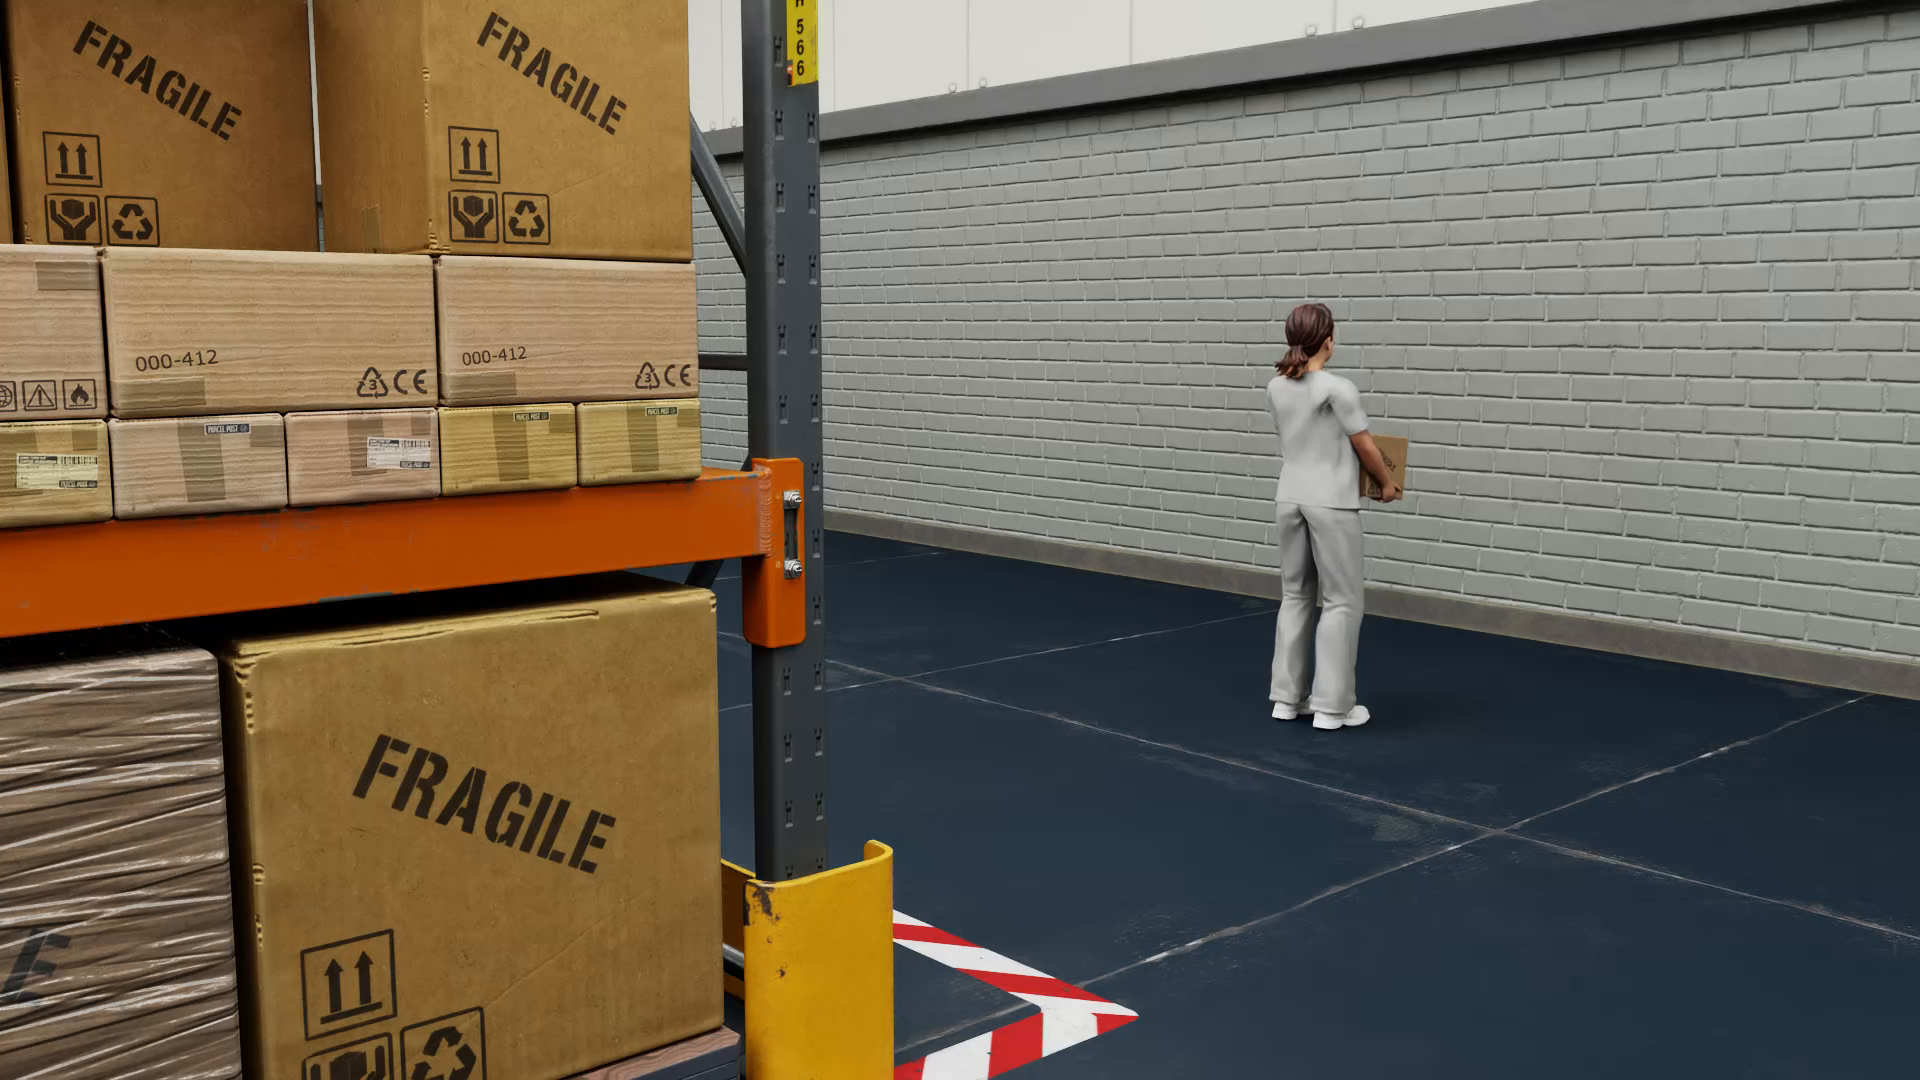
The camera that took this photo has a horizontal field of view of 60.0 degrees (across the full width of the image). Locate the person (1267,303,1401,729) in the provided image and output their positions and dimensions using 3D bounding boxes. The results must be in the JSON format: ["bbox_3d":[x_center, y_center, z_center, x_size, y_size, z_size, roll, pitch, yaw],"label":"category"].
[{"bbox_3d":[1.469,-0.102,6.621,0.558,1.664,0.436,-6,10,-40],"label":"person"}]
